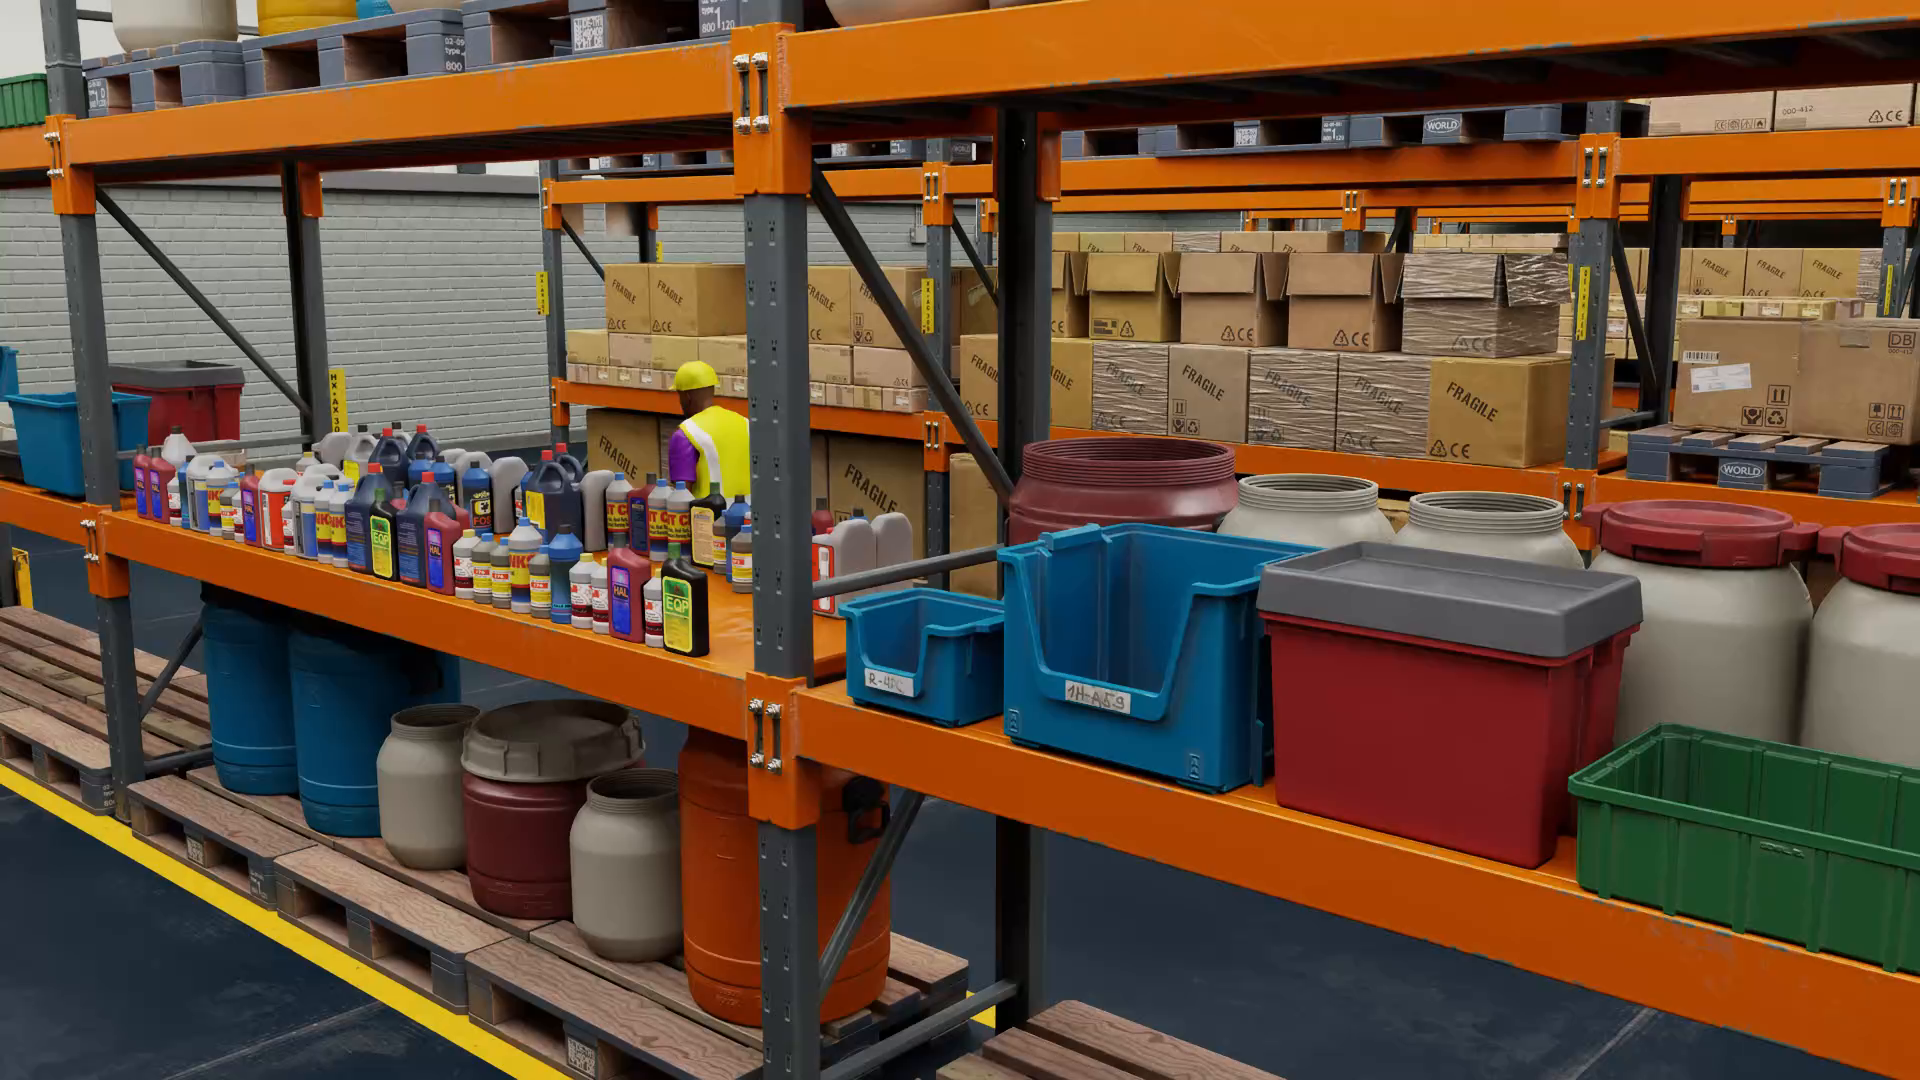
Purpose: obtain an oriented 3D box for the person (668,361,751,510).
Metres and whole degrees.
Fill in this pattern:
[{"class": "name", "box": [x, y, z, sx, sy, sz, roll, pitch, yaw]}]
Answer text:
[{"class": "person", "box": [-1.286, -0.046, 8.616, 0.459, 1.760, 0.634, 8, 13, 37]}]
